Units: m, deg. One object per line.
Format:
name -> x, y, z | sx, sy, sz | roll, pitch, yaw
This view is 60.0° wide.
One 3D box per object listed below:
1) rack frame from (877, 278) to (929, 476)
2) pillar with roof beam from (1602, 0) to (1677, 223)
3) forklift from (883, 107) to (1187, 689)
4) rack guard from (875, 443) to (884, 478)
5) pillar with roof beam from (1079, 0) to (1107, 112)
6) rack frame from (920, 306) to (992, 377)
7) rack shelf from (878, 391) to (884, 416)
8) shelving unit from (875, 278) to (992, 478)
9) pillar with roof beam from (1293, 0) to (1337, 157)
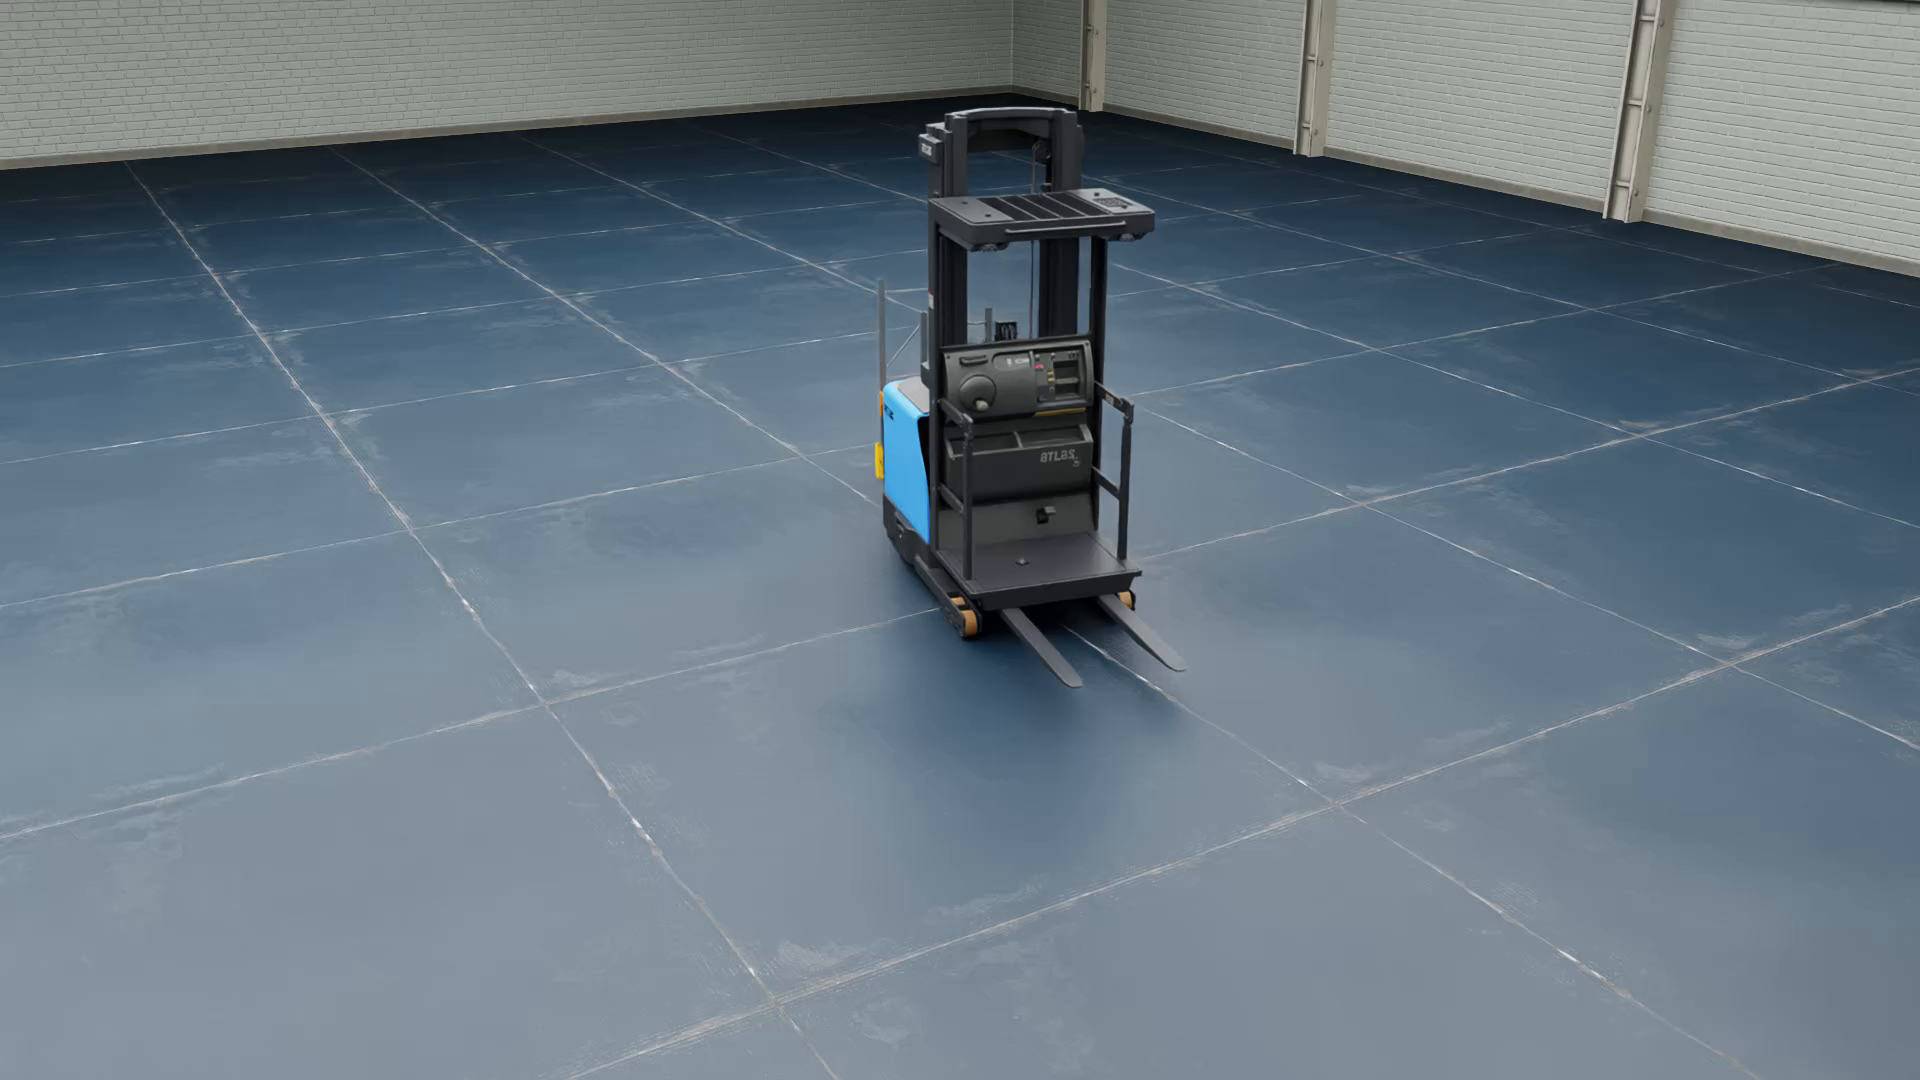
rack frame -> -0.353, -1.211, 12.299 | 0.500, 1.500, 0.032 | -7, 23, -17
pillar with roof beam -> 4.880, -7.495, 17.800 | 9.100, 9.000, 0.400 | -13, 25, -28
forklift -> 0.427, -0.950, 9.756 | 1.130, 2.935, 3.031 | -7, 23, -17
rack guard -> -0.347, -0.625, 12.517 | 0.587, 0.250, 0.087 | -7, 23, -17
pillar with roof beam -> -1.250, -11.379, 27.357 | 9.100, 9.000, 0.400 | -13, 25, -28
rack frame -> -0.028, -0.848, 11.406 | 0.500, 1.500, 0.032 | -7, 23, -17
rack shelf -> -0.190, -0.863, 11.920 | 0.538, 0.185, 1.000 | -7, 23, -17
shelving unit -> -0.188, -1.026, 11.844 | 0.587, 1.500, 1.083 | -7, 23, -17
pillar with roof beam -> 1.815, -9.437, 22.579 | 9.100, 9.000, 0.400 | -13, 25, -28
